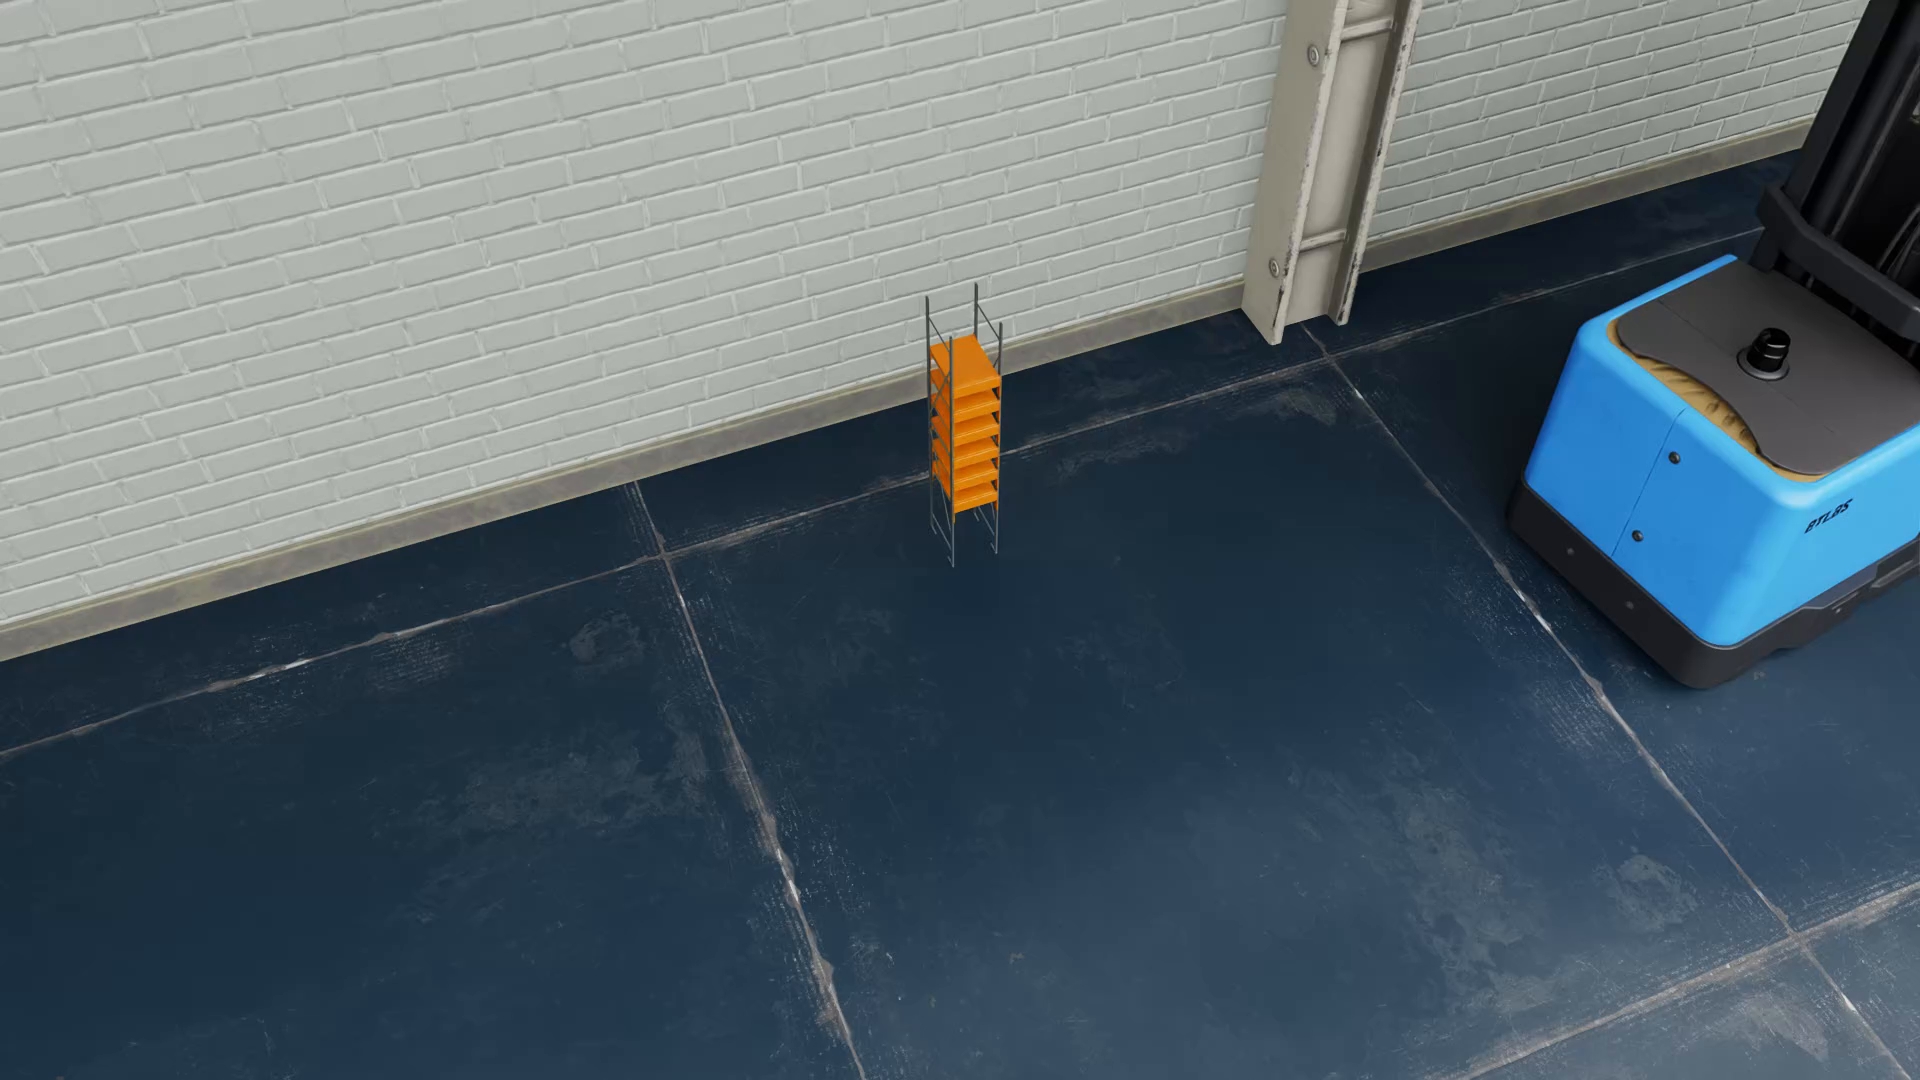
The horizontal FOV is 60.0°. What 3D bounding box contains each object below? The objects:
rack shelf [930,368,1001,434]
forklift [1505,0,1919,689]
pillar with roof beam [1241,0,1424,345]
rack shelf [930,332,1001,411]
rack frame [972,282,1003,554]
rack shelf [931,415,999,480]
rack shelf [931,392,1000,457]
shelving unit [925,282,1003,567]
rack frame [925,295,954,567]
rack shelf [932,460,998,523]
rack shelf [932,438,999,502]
[{"bbox_3d":[0.013,-0.522,5.991,0.180,0.103,0.258,-17,52,-14],"label":"rack shelf"},{"bbox_3d":[3.681,-1.272,5.751,3.031,2.935,1.130,-25,54,-20],"label":"forklift"},{"bbox_3d":[3.122,-0.930,1.458,0.400,9.000,9.100,-17,52,-14],"label":"pillar with roof beam"},{"bbox_3d":[0.013,-0.601,5.900,0.180,0.103,0.258,-17,52,-14],"label":"rack shelf"},{"bbox_3d":[0.098,-0.421,6.162,0.006,1.200,0.240,-17,52,-14],"label":"rack frame"},{"bbox_3d":[0.013,-0.366,6.173,0.180,0.103,0.258,-17,52,-14],"label":"rack shelf"},{"bbox_3d":[0.013,-0.444,6.082,0.180,0.103,0.258,-17,52,-14],"label":"rack shelf"},{"bbox_3d":[0.013,-0.395,6.139,0.189,1.200,0.258,-17,52,-14],"label":"shelving unit"},{"bbox_3d":[-0.071,-0.369,6.117,0.006,1.200,0.240,-17,52,-14],"label":"rack frame"},{"bbox_3d":[0.013,-0.210,6.355,0.180,0.103,0.258,-17,52,-14],"label":"rack shelf"},{"bbox_3d":[0.013,-0.288,6.264,0.180,0.103,0.258,-17,52,-14],"label":"rack shelf"}]
